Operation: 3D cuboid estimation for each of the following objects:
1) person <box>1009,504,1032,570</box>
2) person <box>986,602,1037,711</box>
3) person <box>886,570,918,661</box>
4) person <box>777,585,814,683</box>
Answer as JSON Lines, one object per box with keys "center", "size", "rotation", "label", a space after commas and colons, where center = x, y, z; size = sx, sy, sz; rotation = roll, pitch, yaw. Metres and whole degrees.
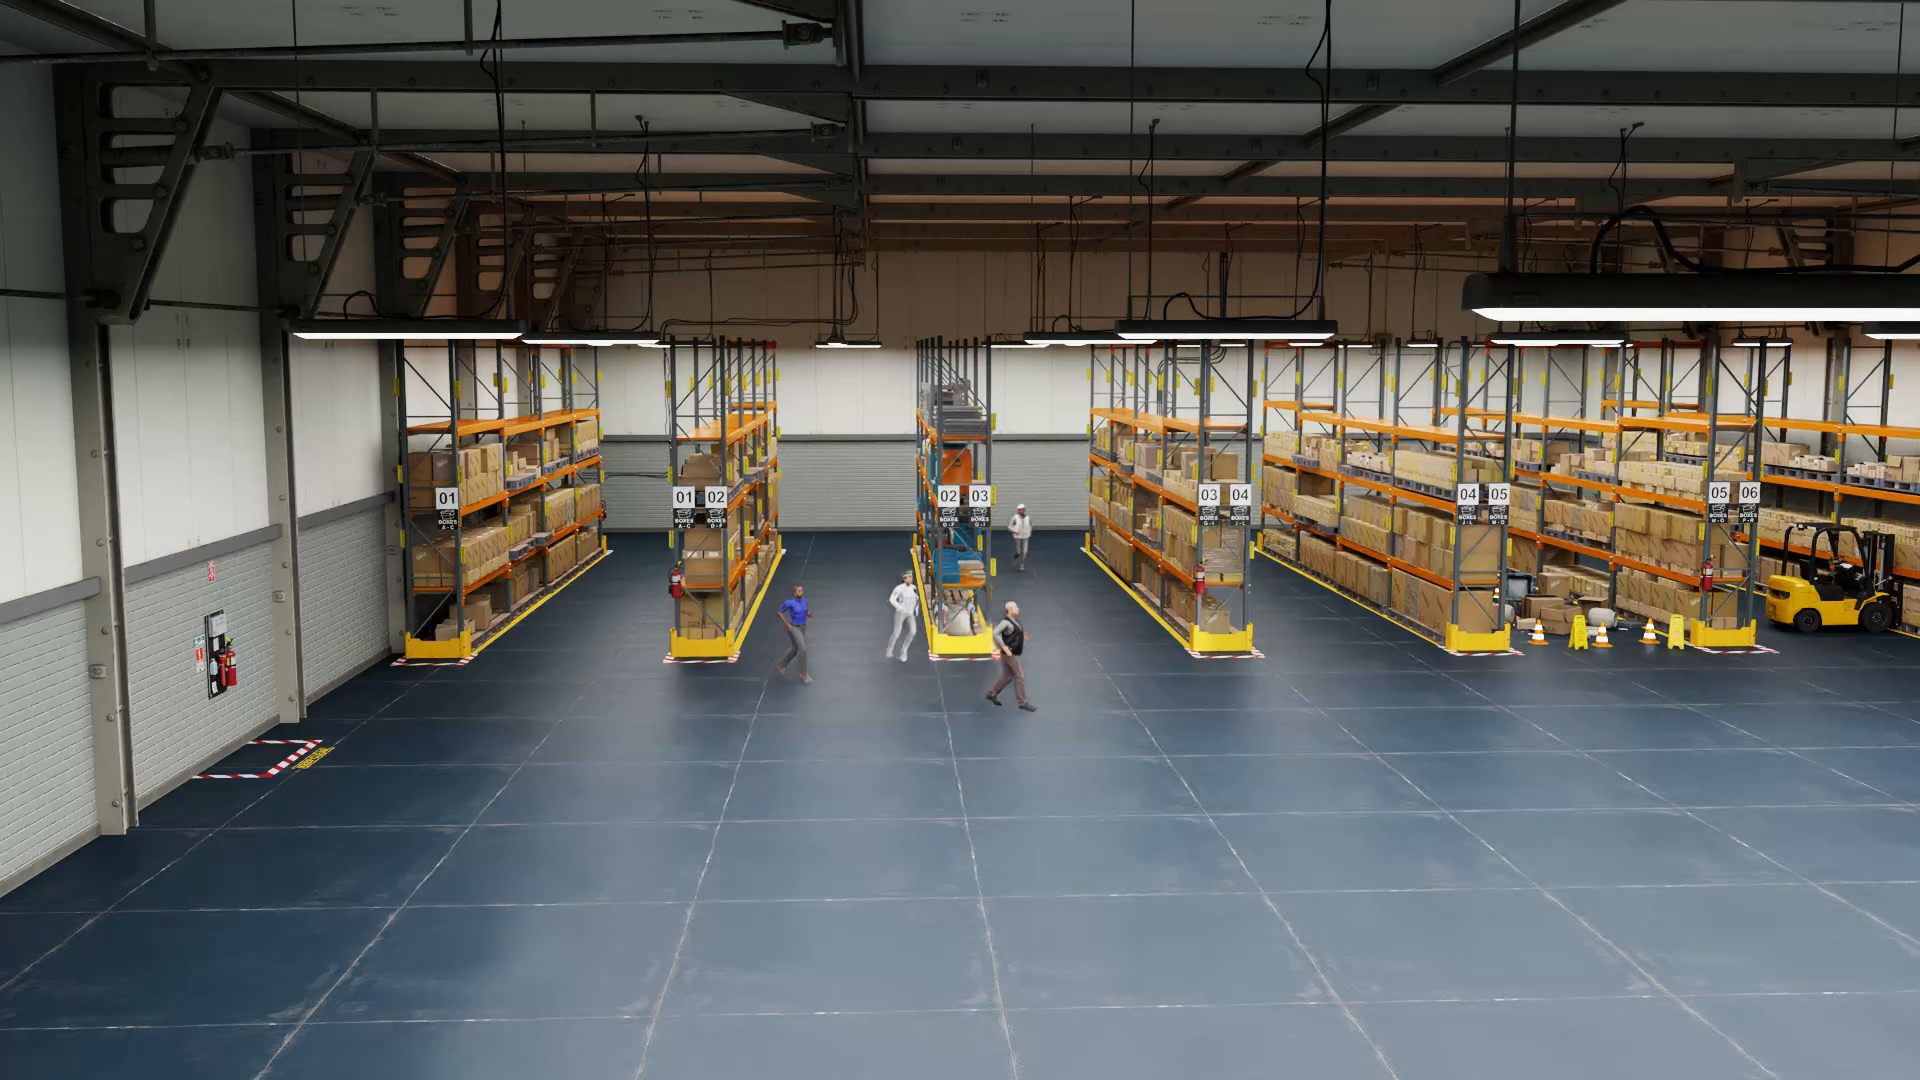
{"center": [1.601, -0.079, 43.535], "size": [0.653, 1.730, 0.644], "rotation": [-2, 7, -15], "label": "person"}
{"center": [0.819, 1.839, 26.477], "size": [0.872, 1.721, 0.658], "rotation": [2, 7, 14], "label": "person"}
{"center": [-1.011, 1.395, 30.978], "size": [0.675, 1.690, 0.641], "rotation": [-3, 7, -28], "label": "person"}
{"center": [-2.862, 1.617, 29.022], "size": [0.828, 1.704, 0.533], "rotation": [4, 8, 30], "label": "person"}
